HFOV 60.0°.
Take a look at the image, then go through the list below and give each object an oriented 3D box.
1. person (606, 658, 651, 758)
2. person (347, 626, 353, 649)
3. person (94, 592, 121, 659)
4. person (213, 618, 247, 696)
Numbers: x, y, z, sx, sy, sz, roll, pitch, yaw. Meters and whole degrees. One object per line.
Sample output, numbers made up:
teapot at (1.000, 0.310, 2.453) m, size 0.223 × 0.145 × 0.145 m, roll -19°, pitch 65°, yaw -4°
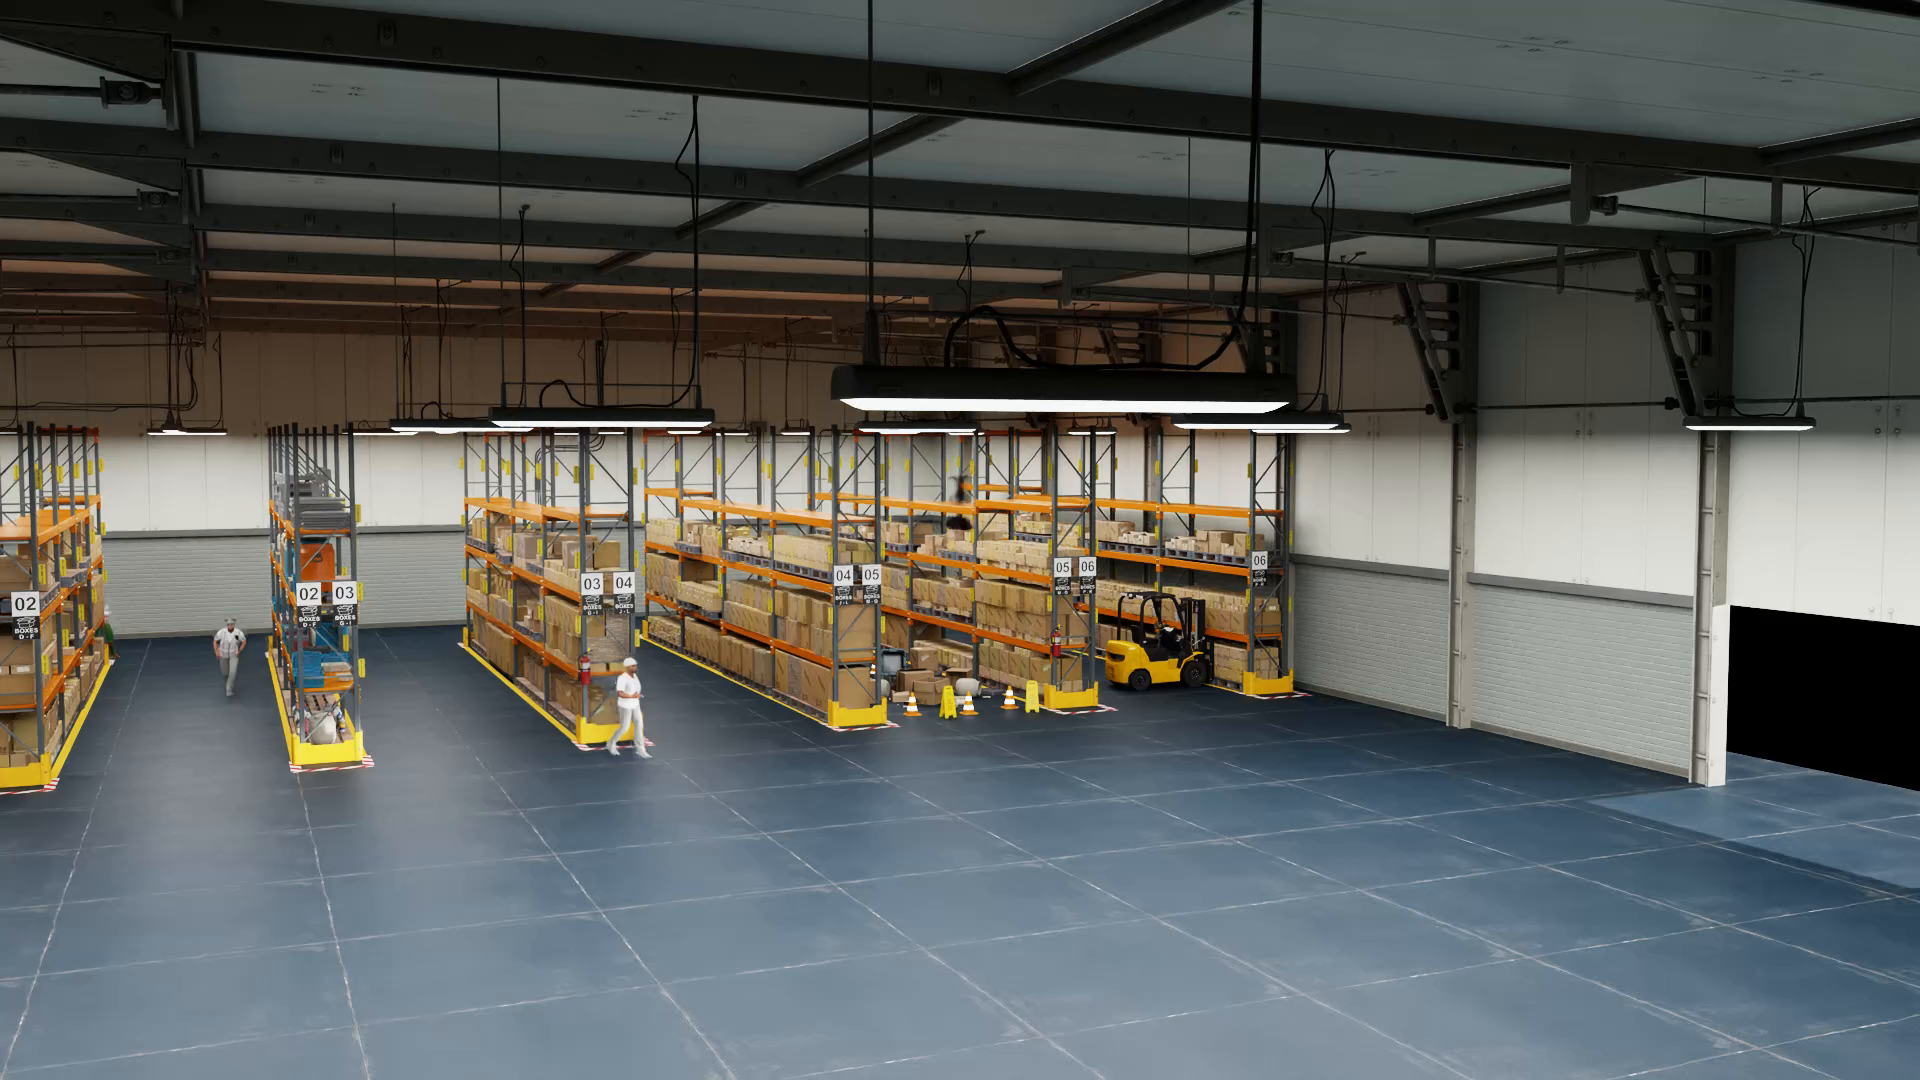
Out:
person at (-5.951, 3.013, 29.831) m, size 0.834 × 1.807 × 0.722 m, roll 1°, pitch 4°, yaw 19°
person at (-16.719, 2.144, 45.098) m, size 0.574 × 1.534 × 0.636 m, roll 1°, pitch 4°, yaw 16°
person at (-22.251, 2.185, 43.000) m, size 0.900 × 1.811 × 0.670 m, roll 0°, pitch 4°, yaw 6°
person at (-16.399, 2.603, 37.375) m, size 0.683 × 1.757 × 0.785 m, roll -1°, pitch 4°, yaw -19°
